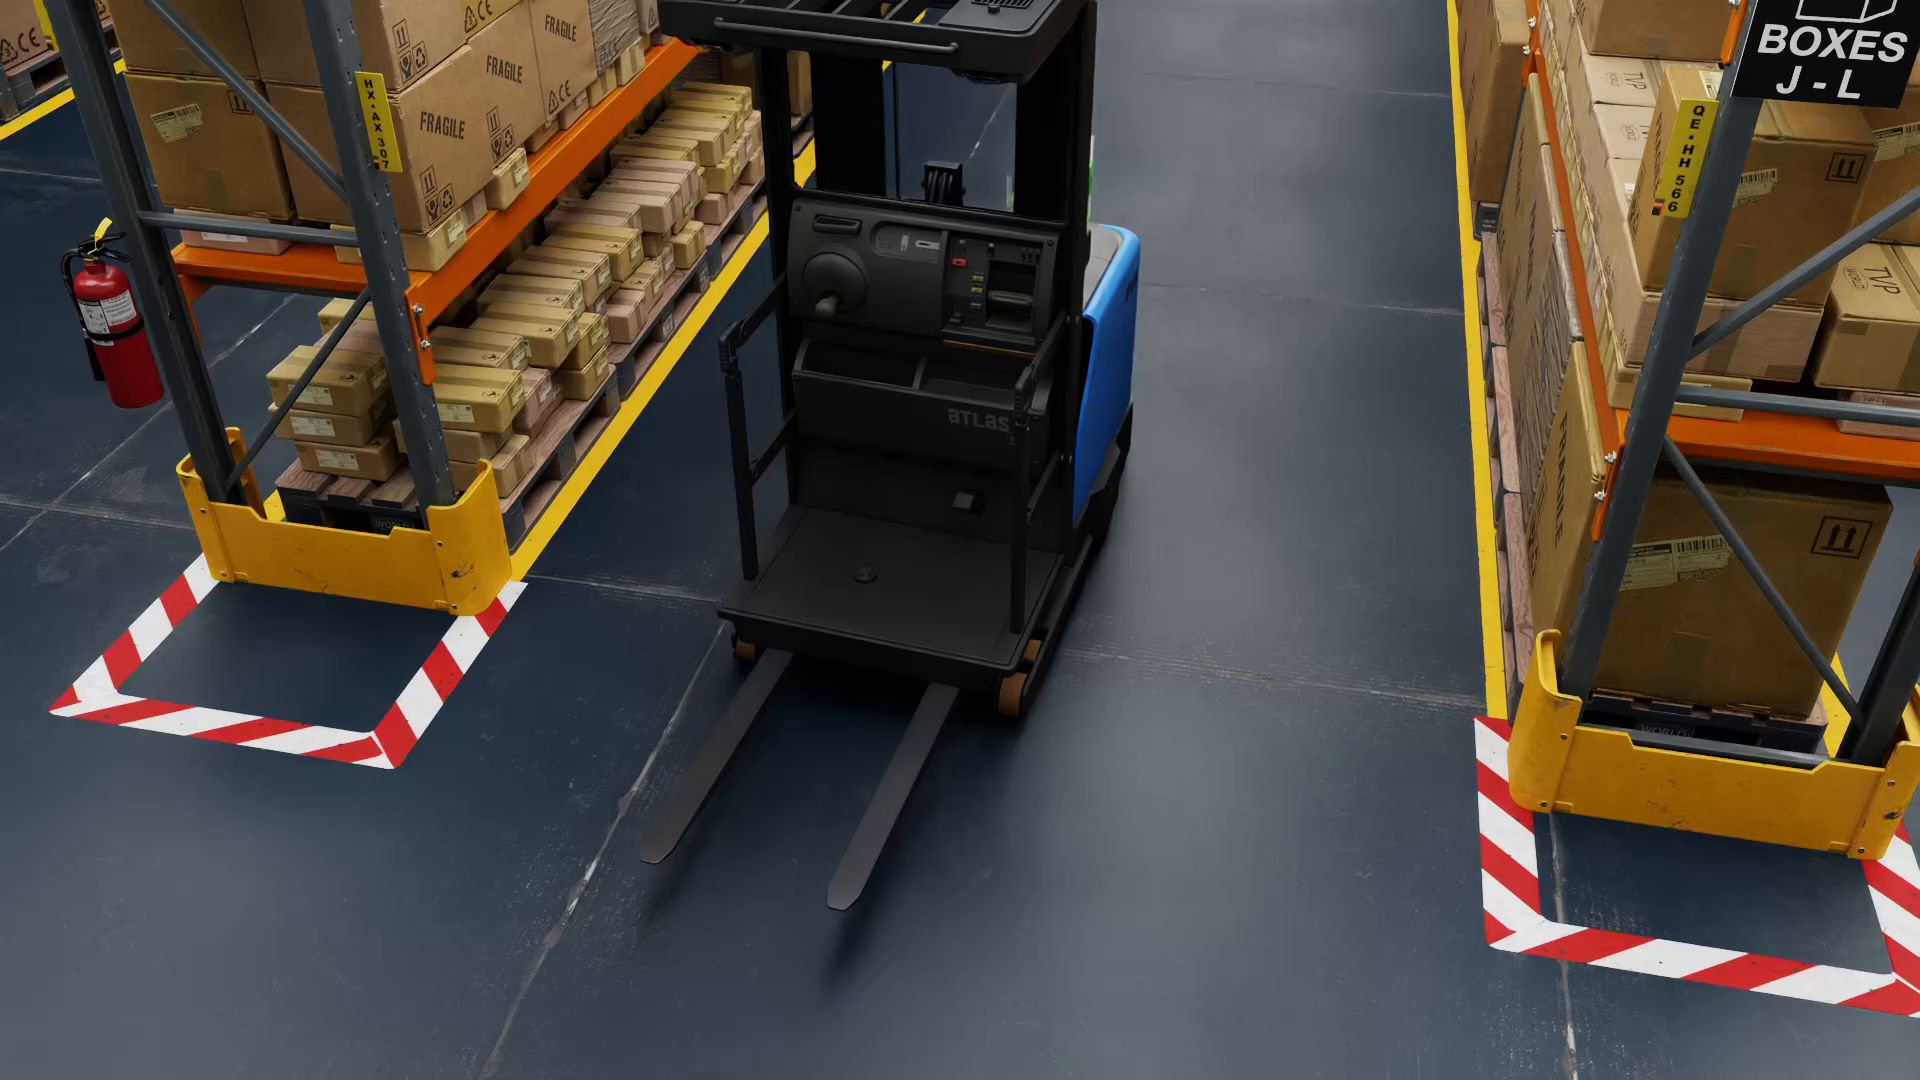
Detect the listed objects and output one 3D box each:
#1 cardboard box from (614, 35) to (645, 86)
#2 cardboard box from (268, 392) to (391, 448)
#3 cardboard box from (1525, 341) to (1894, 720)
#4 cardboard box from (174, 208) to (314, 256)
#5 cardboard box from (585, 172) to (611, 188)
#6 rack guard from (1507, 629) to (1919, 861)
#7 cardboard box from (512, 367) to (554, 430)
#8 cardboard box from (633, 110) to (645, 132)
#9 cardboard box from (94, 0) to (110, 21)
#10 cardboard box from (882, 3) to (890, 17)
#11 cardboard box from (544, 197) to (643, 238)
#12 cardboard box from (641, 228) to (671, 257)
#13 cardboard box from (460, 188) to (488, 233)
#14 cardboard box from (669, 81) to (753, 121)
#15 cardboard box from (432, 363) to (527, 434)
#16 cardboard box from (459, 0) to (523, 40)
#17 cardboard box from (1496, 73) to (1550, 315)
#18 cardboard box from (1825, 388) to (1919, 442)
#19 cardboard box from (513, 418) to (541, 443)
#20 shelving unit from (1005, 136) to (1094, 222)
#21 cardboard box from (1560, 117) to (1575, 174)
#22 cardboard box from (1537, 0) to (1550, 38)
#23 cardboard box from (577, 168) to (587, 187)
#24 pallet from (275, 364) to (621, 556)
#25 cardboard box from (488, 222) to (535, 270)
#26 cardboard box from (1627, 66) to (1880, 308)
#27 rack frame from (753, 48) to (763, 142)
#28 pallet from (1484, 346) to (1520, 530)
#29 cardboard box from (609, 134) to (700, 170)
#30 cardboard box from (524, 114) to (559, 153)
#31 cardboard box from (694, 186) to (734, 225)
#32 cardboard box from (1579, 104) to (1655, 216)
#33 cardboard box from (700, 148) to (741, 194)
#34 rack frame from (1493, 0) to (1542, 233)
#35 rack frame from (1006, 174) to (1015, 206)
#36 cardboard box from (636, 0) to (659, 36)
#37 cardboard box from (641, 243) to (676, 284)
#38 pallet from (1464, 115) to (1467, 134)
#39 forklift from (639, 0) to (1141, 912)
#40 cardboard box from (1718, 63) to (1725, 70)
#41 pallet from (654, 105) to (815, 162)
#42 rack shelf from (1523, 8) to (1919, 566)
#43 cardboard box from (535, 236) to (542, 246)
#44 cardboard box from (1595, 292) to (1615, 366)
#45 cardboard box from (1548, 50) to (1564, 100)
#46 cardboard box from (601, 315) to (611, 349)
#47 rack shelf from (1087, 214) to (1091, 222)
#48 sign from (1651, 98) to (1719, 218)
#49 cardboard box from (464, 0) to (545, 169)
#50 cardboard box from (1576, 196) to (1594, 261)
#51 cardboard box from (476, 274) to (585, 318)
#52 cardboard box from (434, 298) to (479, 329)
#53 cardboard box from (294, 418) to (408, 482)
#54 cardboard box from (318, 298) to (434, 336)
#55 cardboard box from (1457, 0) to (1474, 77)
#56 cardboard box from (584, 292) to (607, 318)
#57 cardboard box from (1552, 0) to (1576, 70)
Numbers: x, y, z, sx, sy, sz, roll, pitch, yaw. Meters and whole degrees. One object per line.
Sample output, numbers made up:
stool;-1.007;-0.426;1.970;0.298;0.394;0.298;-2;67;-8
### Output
cardboard box;-1.622;-2.137;7.356;0.380;0.149;0.250;8;37;11
cardboard box;-2.546;-0.518;6.727;0.380;0.149;0.250;6;36;9
cardboard box;2.502;-0.050;5.716;0.875;0.875;0.875;7;37;10
cardboard box;-2.587;-1.164;6.014;0.380;0.149;0.250;7;37;10
cardboard box;-1.960;-1.850;8.565;0.380;0.149;0.250;6;36;8
rack guard;2.438;0.662;5.411;1.175;0.500;0.348;7;37;10
cardboard box;-1.904;-0.598;6.837;0.380;0.149;0.250;7;37;10
cardboard box;-1.919;-2.271;8.892;0.380;0.149;0.250;9;37;12
cardboard box;-6.144;-4.093;11.294;0.875;0.875;0.875;8;37;11
cardboard box;-0.768;-3.775;11.175;0.500;0.500;0.500;6;36;8
cardboard box;-1.715;-1.471;7.788;0.380;0.149;0.250;7;37;10
cardboard box;-1.630;-1.509;8.094;0.380;0.149;0.250;6;36;8
cardboard box;-1.977;-1.238;6.115;0.380;0.149;0.250;9;37;12
cardboard box;-1.348;-2.357;9.010;0.380;0.149;0.250;8;37;11
cardboard box;-1.937;-0.558;6.528;0.380;0.149;0.250;6;36;8
cardboard box;-1.924;-2.123;5.933;0.500;0.500;0.500;8;37;11
cardboard box;3.079;-1.598;7.852;0.875;0.875;0.875;7;37;10
cardboard box;2.842;-0.424;4.993;0.380;0.149;0.250;8;37;10
cardboard box;-1.980;-0.480;6.927;0.380;0.149;0.250;7;37;10
shelving unit;0.381;-1.112;7.262;0.258;1.200;0.503;11;37;14
cardboard box;2.578;-1.534;6.524;0.380;0.149;0.250;6;36;9
cardboard box;2.910;-2.427;7.757;0.380;0.149;0.250;7;37;10
cardboard box;-2.092;-1.832;8.286;0.380;0.149;0.250;8;37;11
pallet;-2.156;-0.419;7.149;1.003;0.211;1.213;7;37;10
cardboard box;-2.189;-1.375;7.656;0.380;0.149;0.250;6;36;8
cardboard box;2.291;-1.039;4.863;0.500;0.500;0.500;8;37;11
rack frame;-1.526;-3.337;8.798;1.000;3.000;0.127;7;37;10
pallet;2.801;-0.400;7.122;1.003;0.211;1.213;7;37;10
cardboard box;-1.541;-1.923;8.411;0.380;0.149;0.250;8;37;11
cardboard box;-1.864;-1.703;6.758;0.380;0.149;0.250;7;37;10
cardboard box;-1.407;-1.787;8.731;0.380;0.149;0.250;6;36;8
cardboard box;2.505;-1.317;5.886;0.500;0.250;0.500;6;36;8
cardboard box;-1.368;-1.940;8.688;0.380;0.149;0.250;6;36;8
rack frame;3.298;-2.657;7.860;1.000;3.000;0.127;7;37;10
rack frame;0.307;-0.976;7.074;0.240;1.200;0.015;11;37;14
cardboard box;-1.573;-2.602;7.446;0.500;0.500;0.500;7;37;10
cardboard box;-1.619;-1.350;8.129;0.380;0.149;0.250;8;37;11
pallet;3.648;-2.681;10.270;1.003;0.211;1.213;7;37;10
forklift;-0.196;-0.825;5.390;1.130;2.935;3.031;11;37;14
cardboard box;3.243;-1.841;6.609;0.500;0.250;0.500;8;37;11
pallet;-1.361;-2.654;10.232;1.003;0.211;1.213;7;37;10
rack shelf;2.871;-1.219;6.489;1.077;0.370;4.000;7;37;10
cardboard box;-2.235;-1.421;7.972;0.380;0.149;0.250;8;37;10
cardboard box;2.252;-0.657;5.314;0.380;0.149;0.250;8;37;10
cardboard box;2.744;-1.975;7.133;0.380;0.149;0.250;6;36;9
cardboard box;-1.810;-0.914;7.526;0.380;0.149;0.250;7;37;10
rack shelf;0.381;-1.255;7.159;0.258;0.148;0.480;11;37;14
sign;1.916;-1.005;4.391;0.100;0.325;0.005;7;37;10
cardboard box;-1.925;-1.737;6.252;0.500;0.500;0.500;7;37;10
cardboard box;2.415;-1.093;5.916;0.380;0.149;0.250;7;36;9
cardboard box;-1.844;-1.012;7.155;0.380;0.149;0.250;6;36;8
cardboard box;-2.279;-0.957;7.333;0.380;0.149;0.250;7;37;9
cardboard box;-2.472;-0.387;6.800;0.380;0.149;0.250;8;37;11
cardboard box;-2.474;-0.937;7.051;0.380;0.149;0.250;7;36;9
cardboard box;3.787;-3.357;10.278;1.225;0.875;0.875;7;37;10
cardboard box;-1.813;-1.047;7.456;0.380;0.149;0.250;6;36;8
cardboard box;2.831;-2.196;7.098;0.500;0.250;0.500;7;37;10
